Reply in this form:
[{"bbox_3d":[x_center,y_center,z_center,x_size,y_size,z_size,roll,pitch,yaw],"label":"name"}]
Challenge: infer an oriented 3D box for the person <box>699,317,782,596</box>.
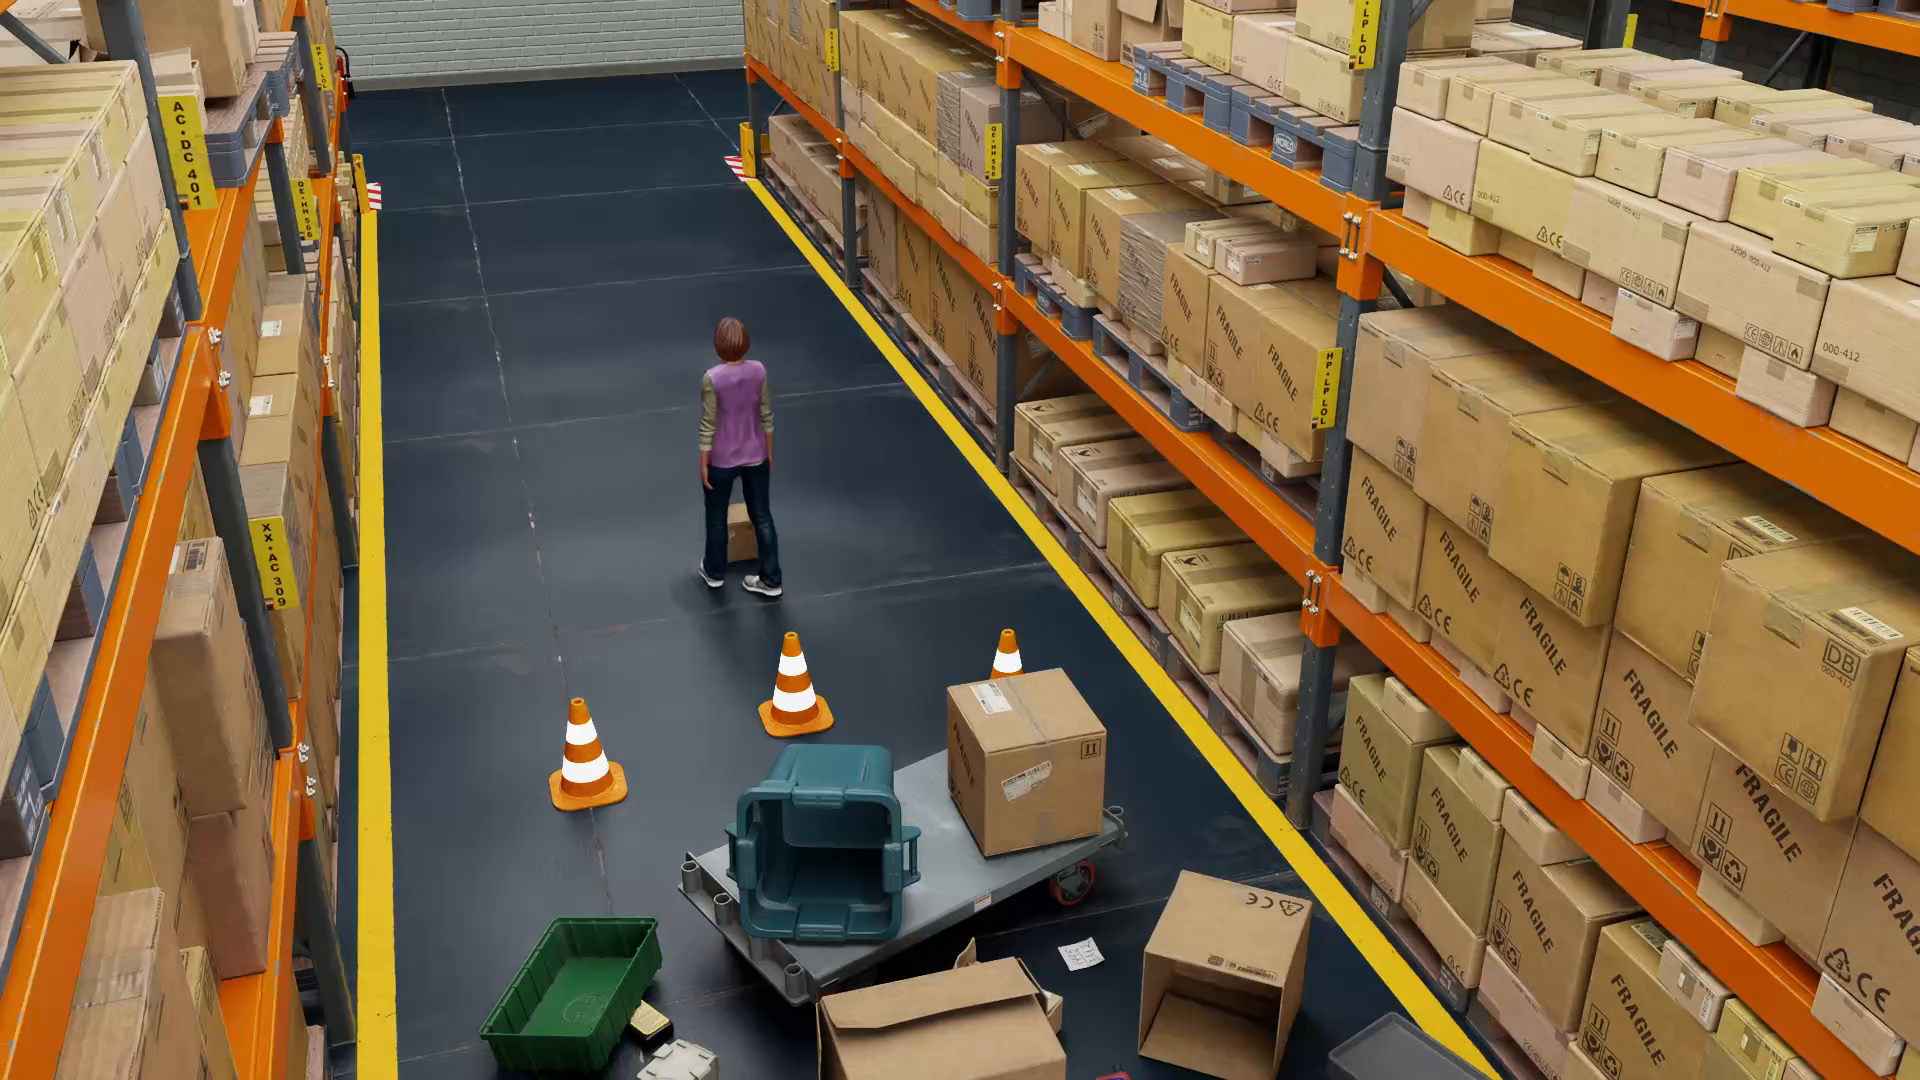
[{"bbox_3d":[-1.238,-0.458,9.029,0.430,1.598,0.560,-14,30,-26],"label":"person"}]
